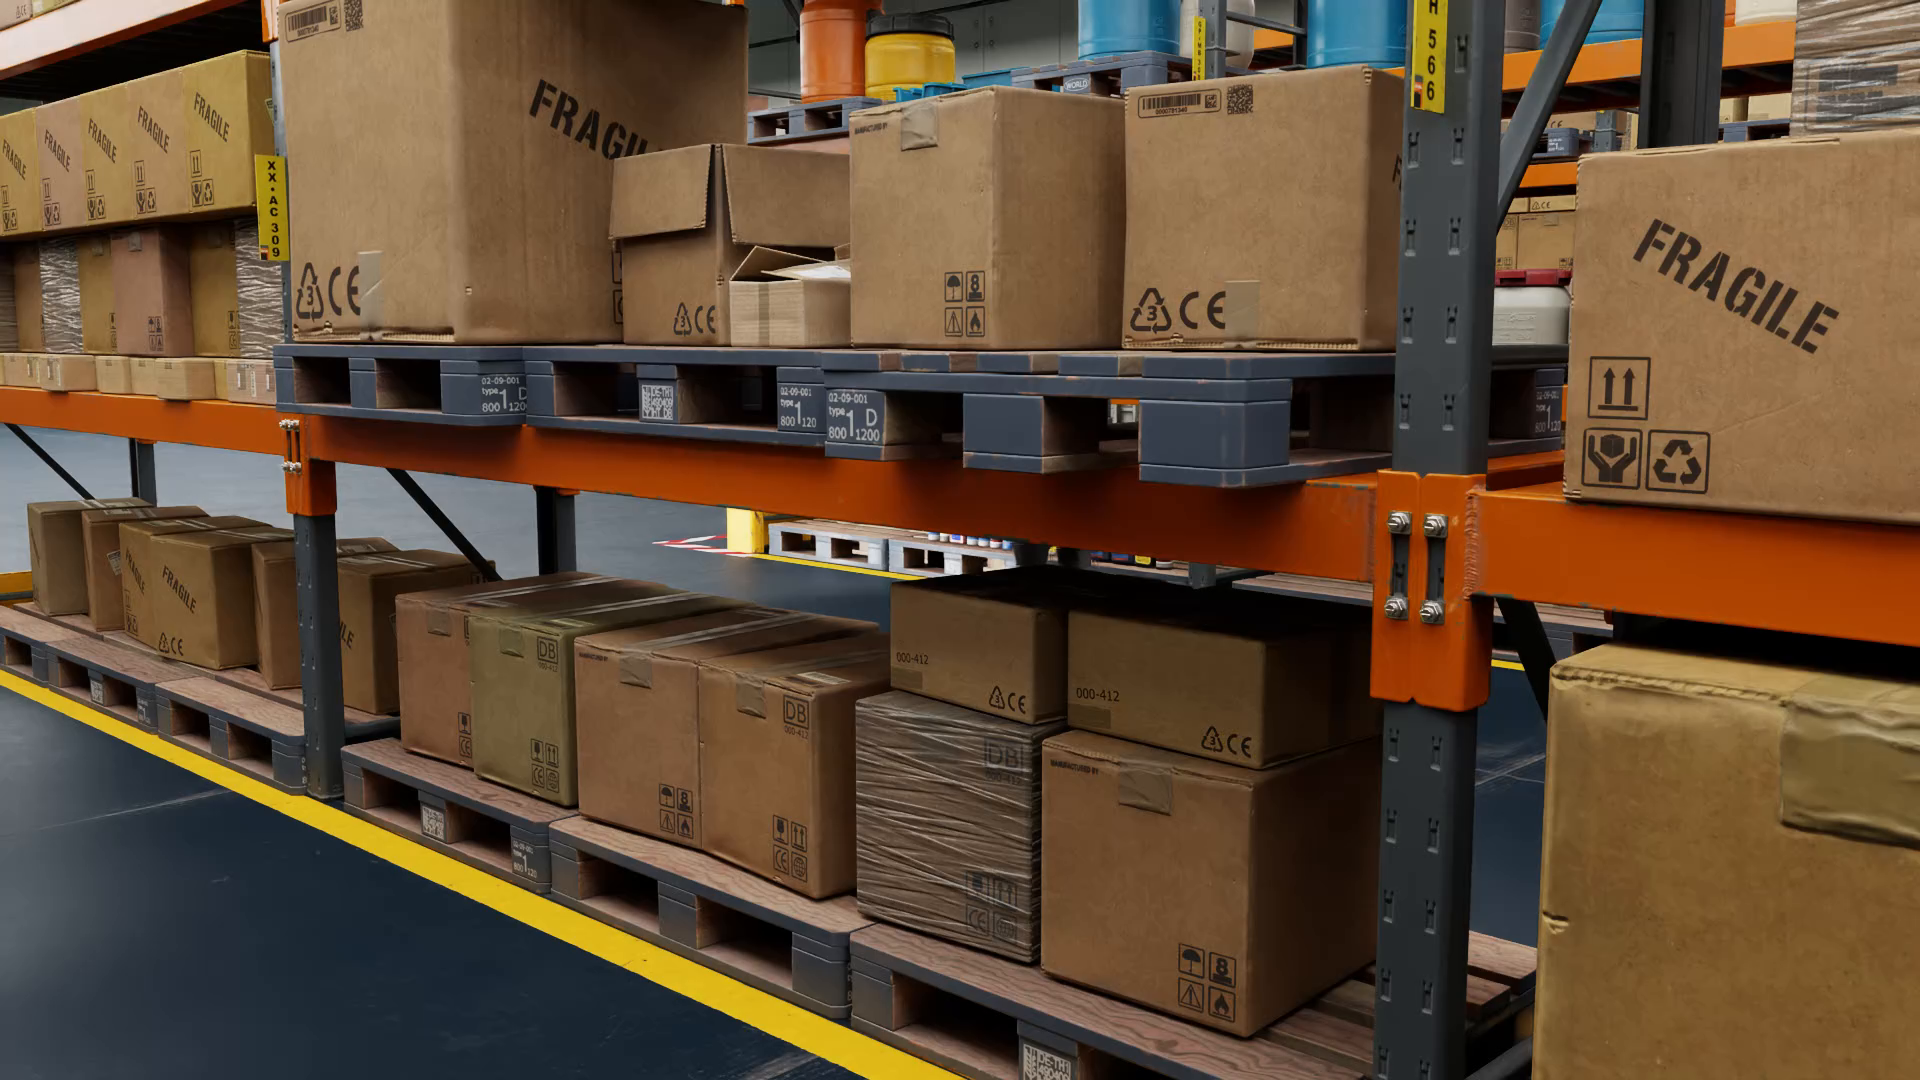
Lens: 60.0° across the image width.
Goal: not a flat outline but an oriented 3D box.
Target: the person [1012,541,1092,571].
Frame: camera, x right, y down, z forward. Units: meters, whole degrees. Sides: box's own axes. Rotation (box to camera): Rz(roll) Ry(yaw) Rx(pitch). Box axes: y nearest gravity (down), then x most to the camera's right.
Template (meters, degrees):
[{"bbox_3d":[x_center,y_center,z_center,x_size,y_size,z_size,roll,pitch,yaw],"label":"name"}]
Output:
[{"bbox_3d":[0.404,-0.198,7.253,0.462,1.652,0.605,-4,8,-26],"label":"person"}]
